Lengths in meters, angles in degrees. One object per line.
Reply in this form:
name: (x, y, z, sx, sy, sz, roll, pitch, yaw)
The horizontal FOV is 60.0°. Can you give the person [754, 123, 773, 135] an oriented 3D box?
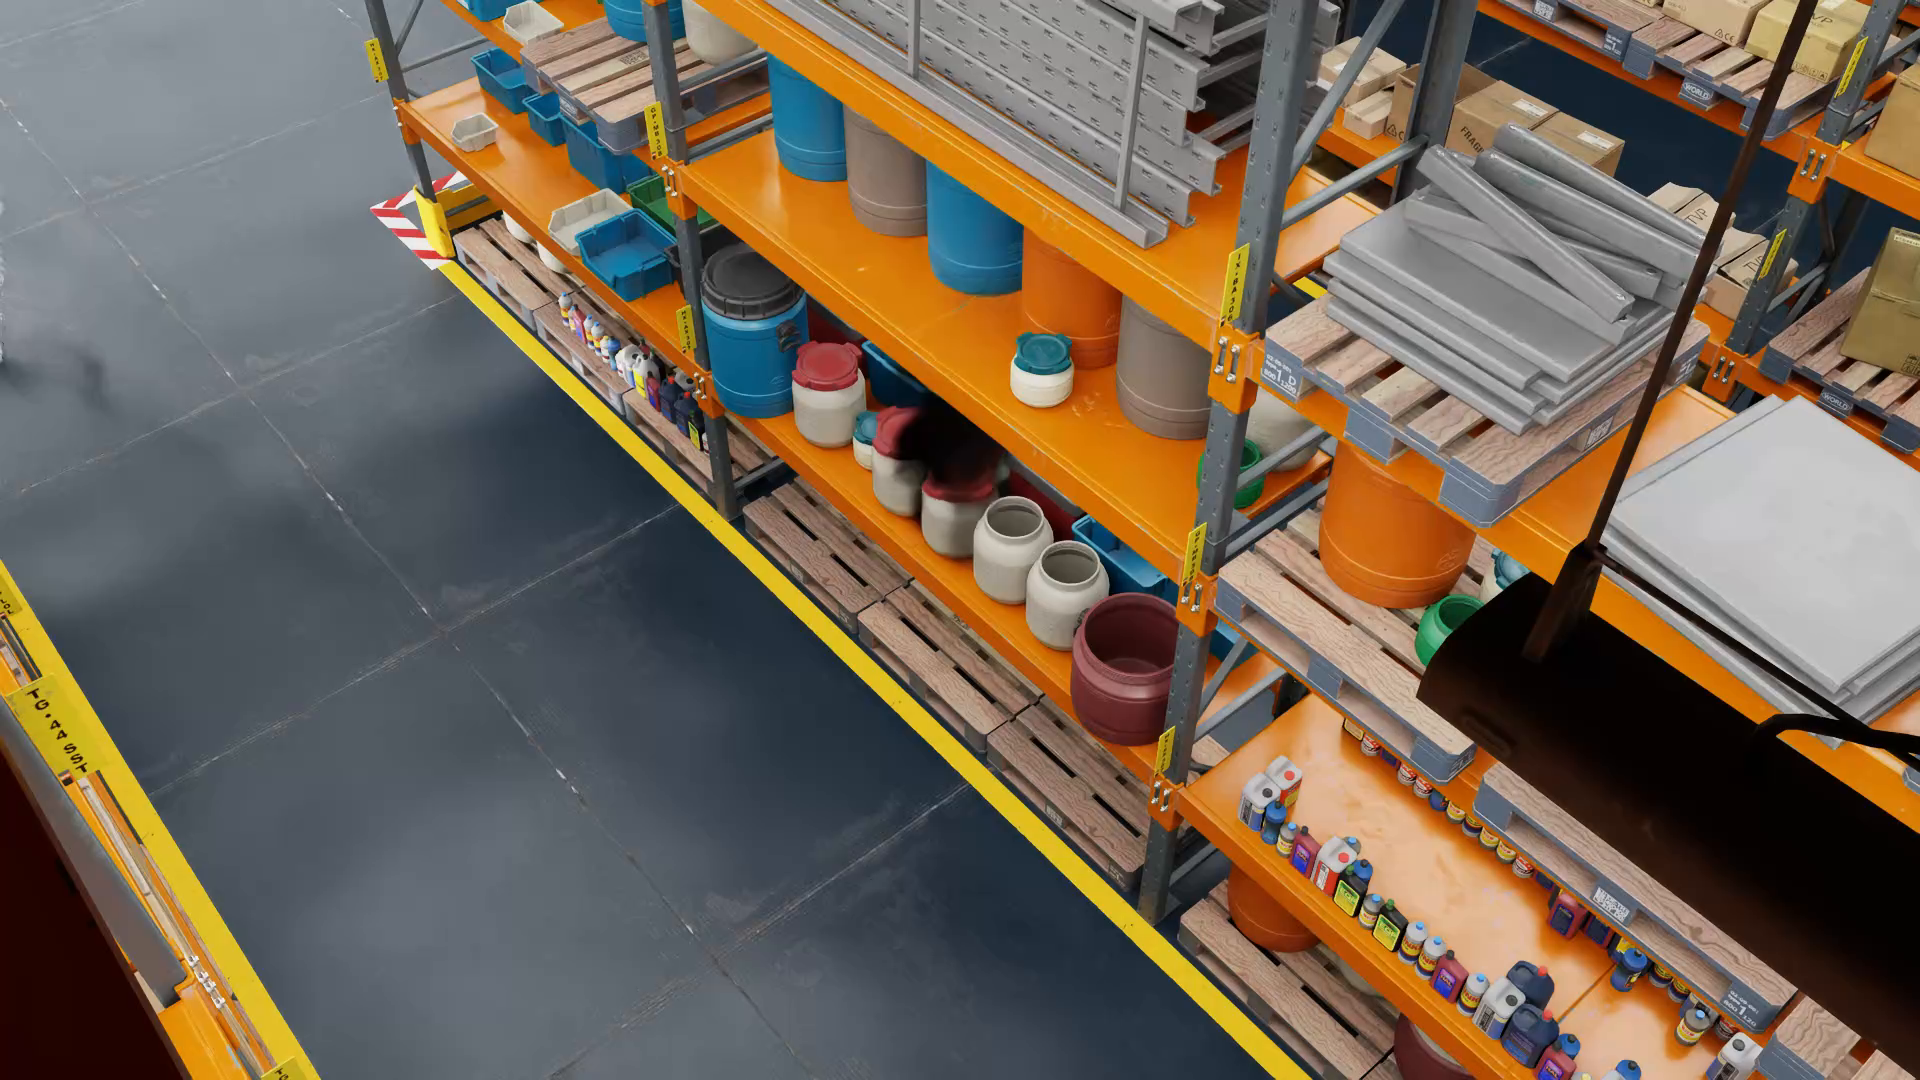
person: (-1.369, -3.113, 12.768, 0.787, 1.744, 0.561, 36, 56, 29)
